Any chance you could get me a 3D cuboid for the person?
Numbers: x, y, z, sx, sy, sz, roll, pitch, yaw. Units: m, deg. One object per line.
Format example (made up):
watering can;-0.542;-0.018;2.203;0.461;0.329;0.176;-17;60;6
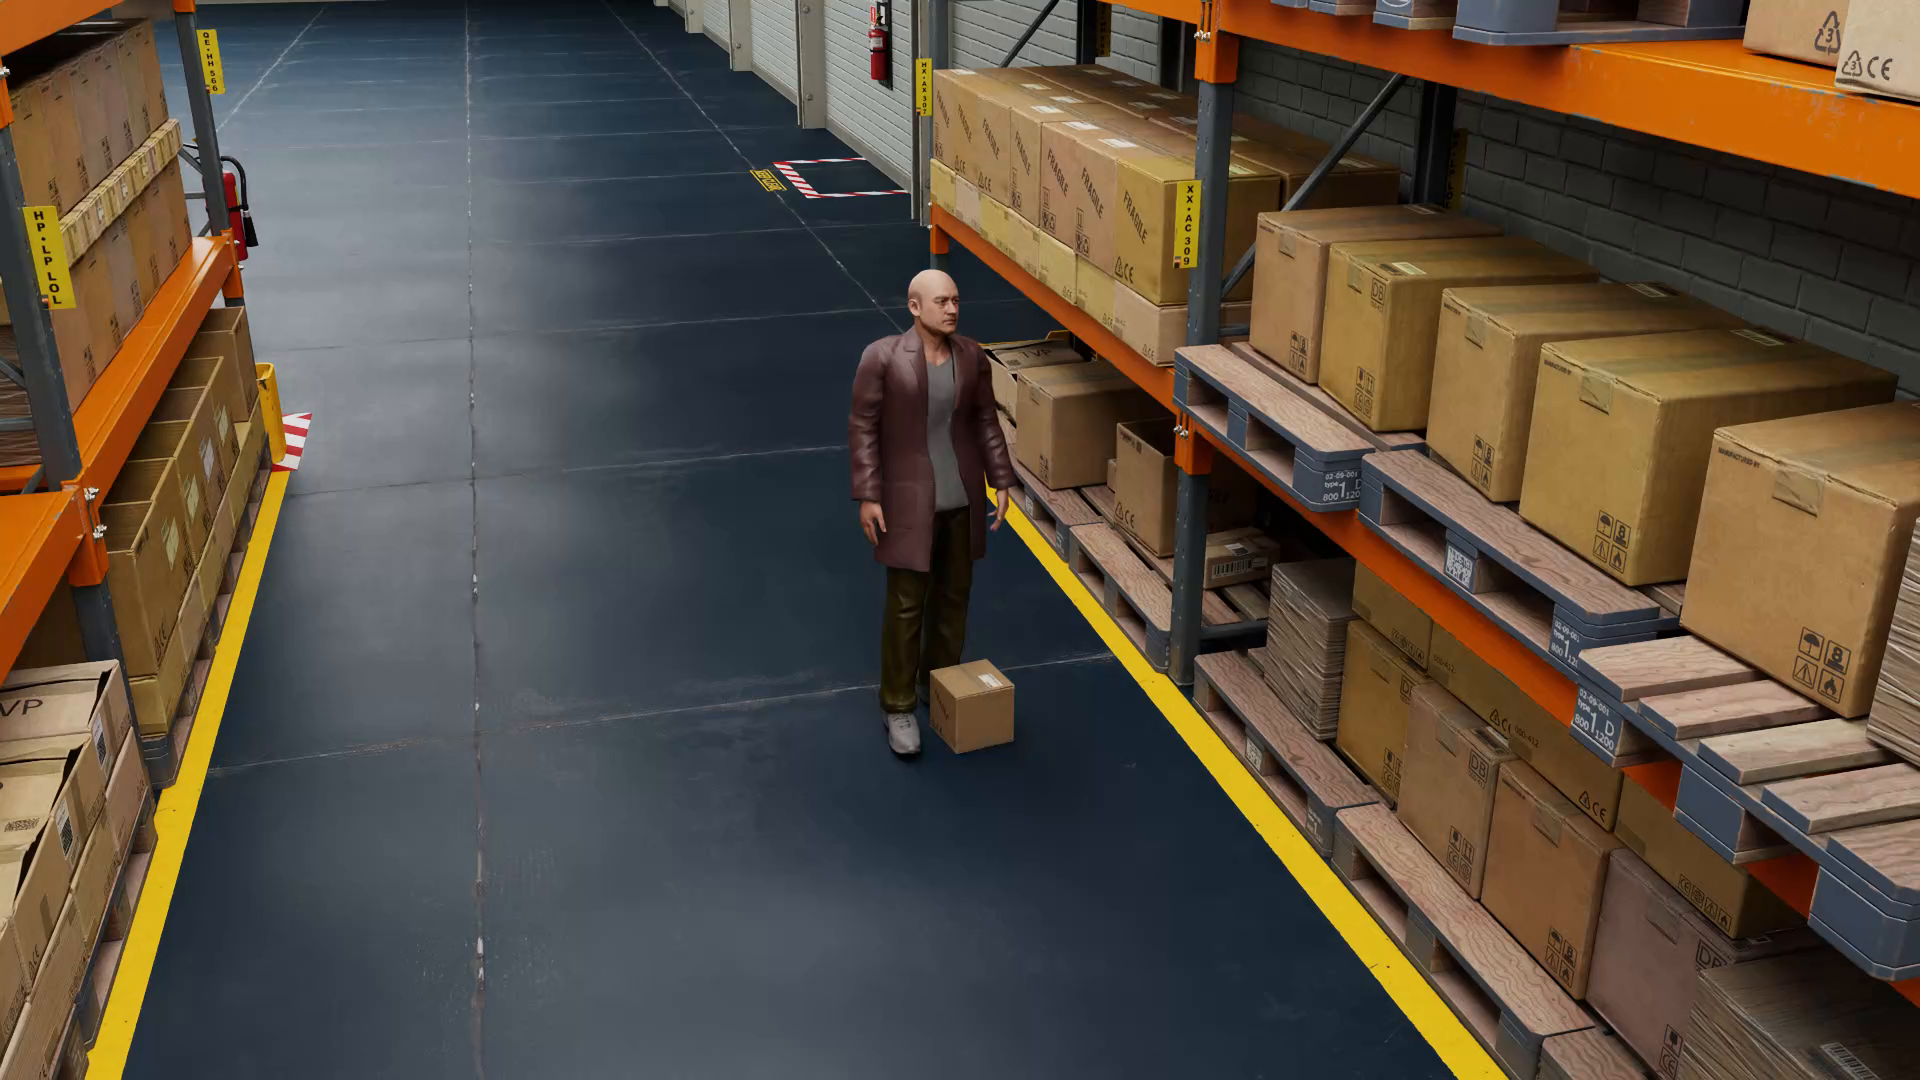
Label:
person;-0.064;-0.121;6.381;0.695;1.776;0.582;-11;25;-25
